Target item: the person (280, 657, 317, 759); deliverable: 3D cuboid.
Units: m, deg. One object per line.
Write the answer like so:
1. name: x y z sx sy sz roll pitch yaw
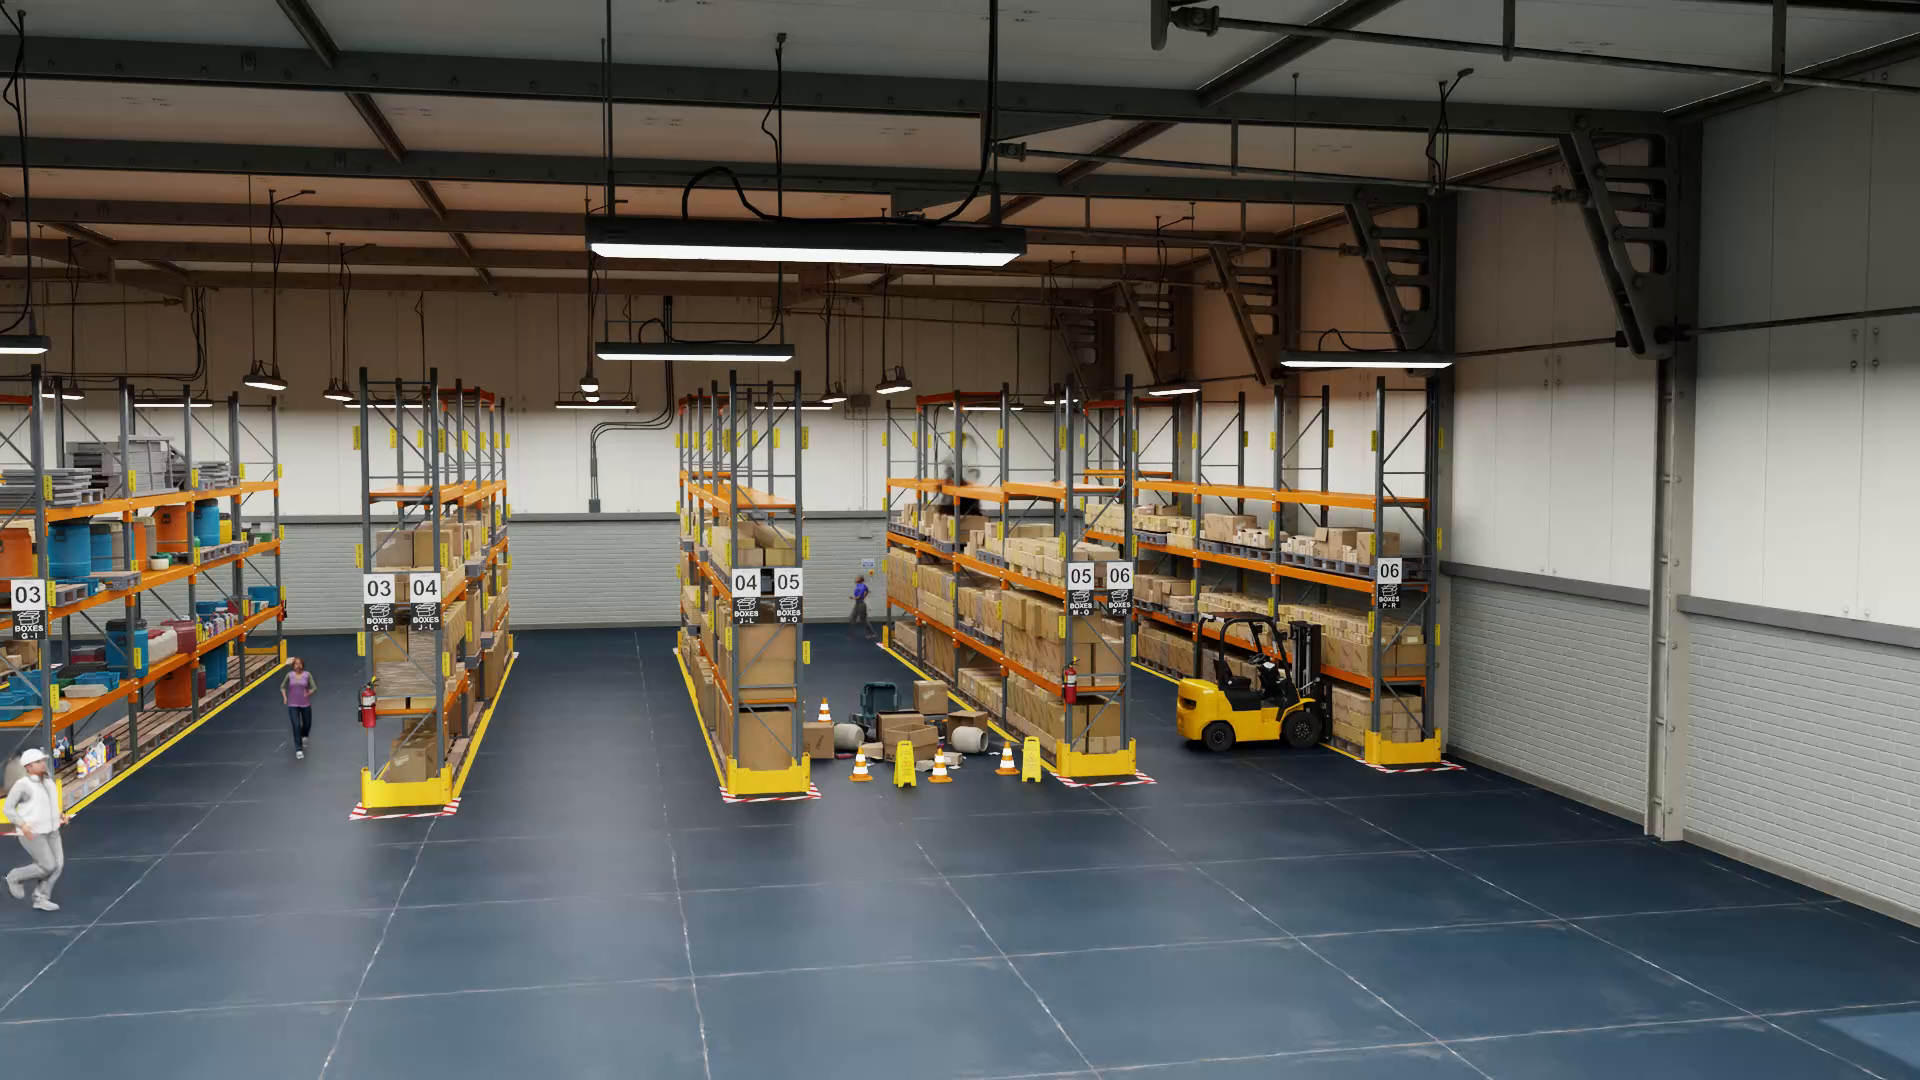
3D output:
1. person: -10.506 2.642 26.422 0.548 1.566 0.792 -2 4 -24

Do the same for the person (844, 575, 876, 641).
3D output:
1. person: -2.480 1.703 41.574 0.789 1.694 0.603 -1 4 -14

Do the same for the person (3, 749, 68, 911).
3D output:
1. person: -9.854 3.091 17.747 0.585 1.733 0.660 1 3 12
